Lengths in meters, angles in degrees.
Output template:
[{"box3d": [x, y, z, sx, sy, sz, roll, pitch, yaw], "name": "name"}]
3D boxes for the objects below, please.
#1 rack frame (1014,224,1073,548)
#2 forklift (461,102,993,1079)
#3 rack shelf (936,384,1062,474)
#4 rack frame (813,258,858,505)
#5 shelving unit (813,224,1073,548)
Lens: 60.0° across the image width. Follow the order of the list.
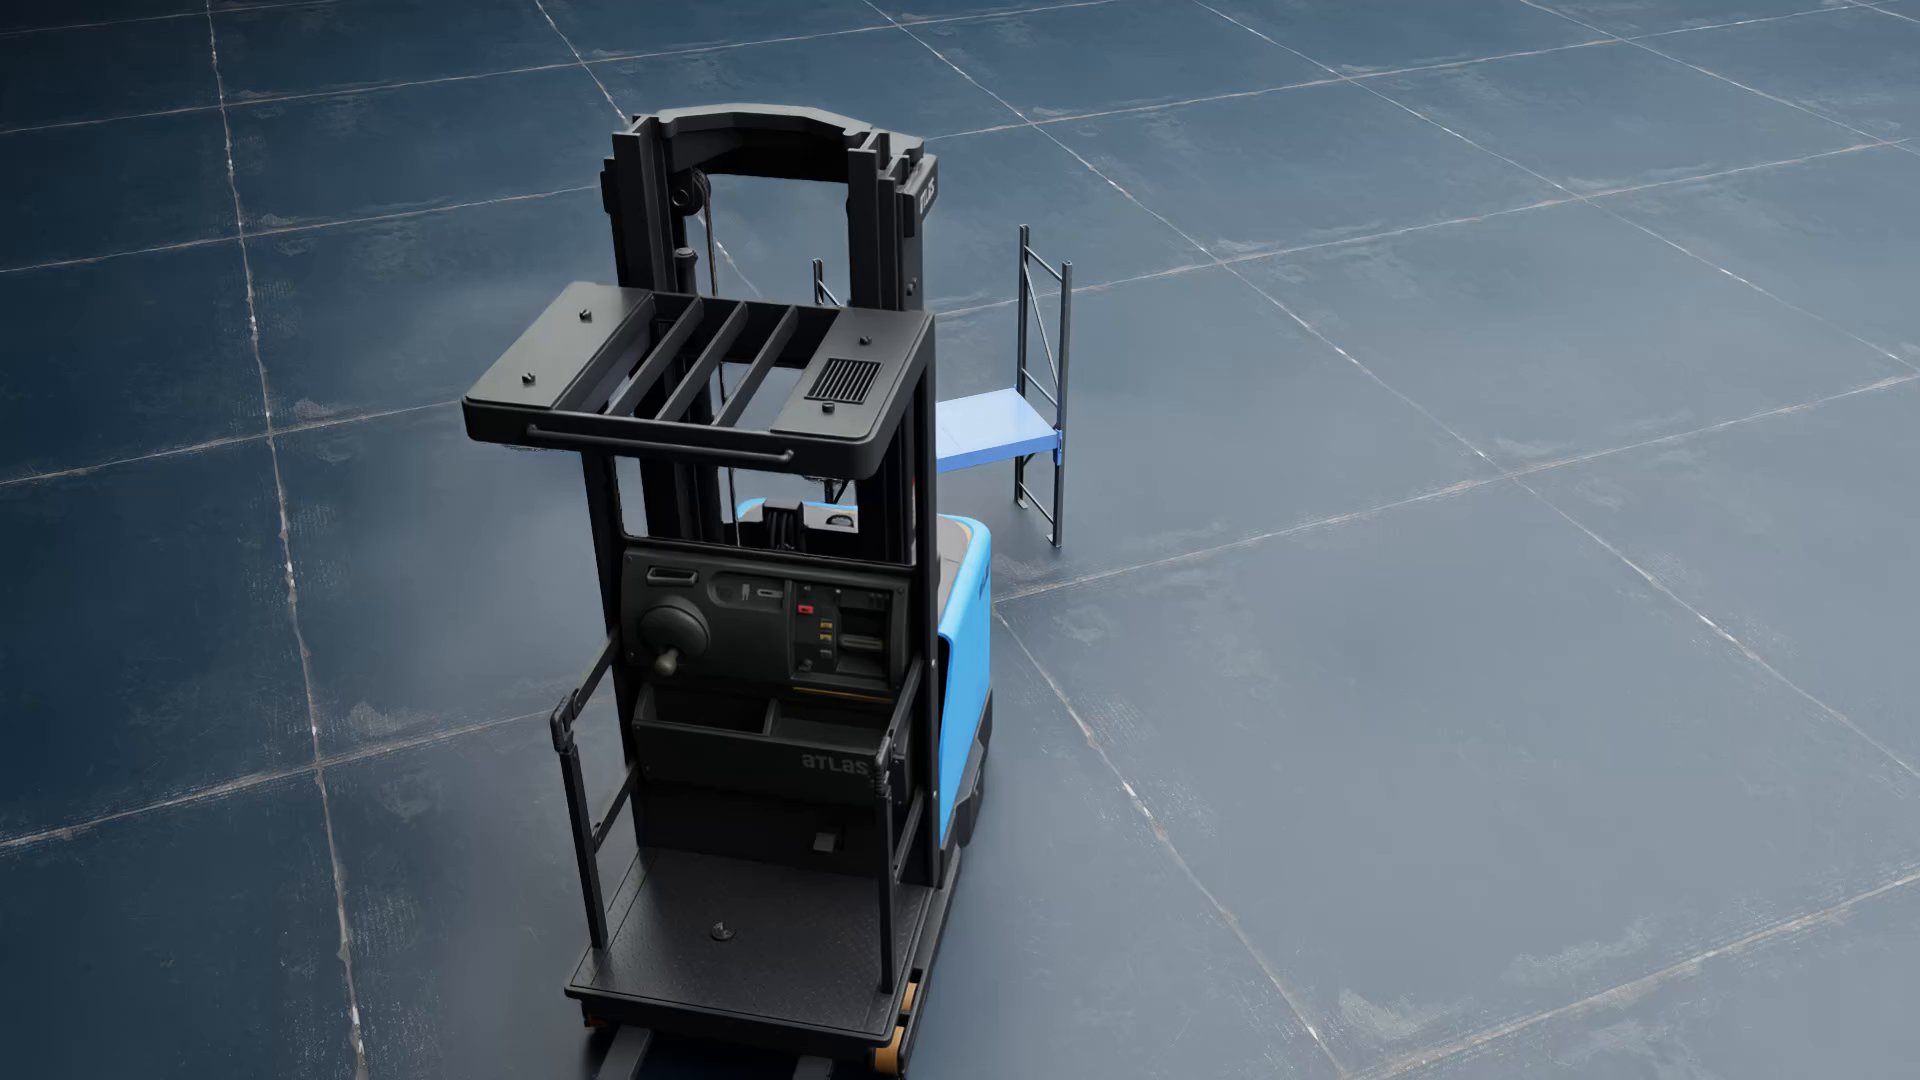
[{"box3d": [0.390, -0.718, 7.978, 0.032, 1.500, 0.500, -13, 35, -19], "name": "rack frame"}, {"box3d": [-0.661, 0.324, 5.065, 1.130, 2.935, 3.031, 6, 34, 9], "name": "forklift"}, {"box3d": [-0.079, -0.460, 7.911, 1.000, 0.185, 0.538, -13, 35, -19], "name": "rack shelf"}, {"box3d": [-0.547, -0.503, 7.648, 0.032, 1.500, 0.500, -13, 35, -19], "name": "rack frame"}, {"box3d": [-0.079, -0.611, 7.813, 1.048, 1.500, 0.538, -13, 35, -19], "name": "shelving unit"}]
